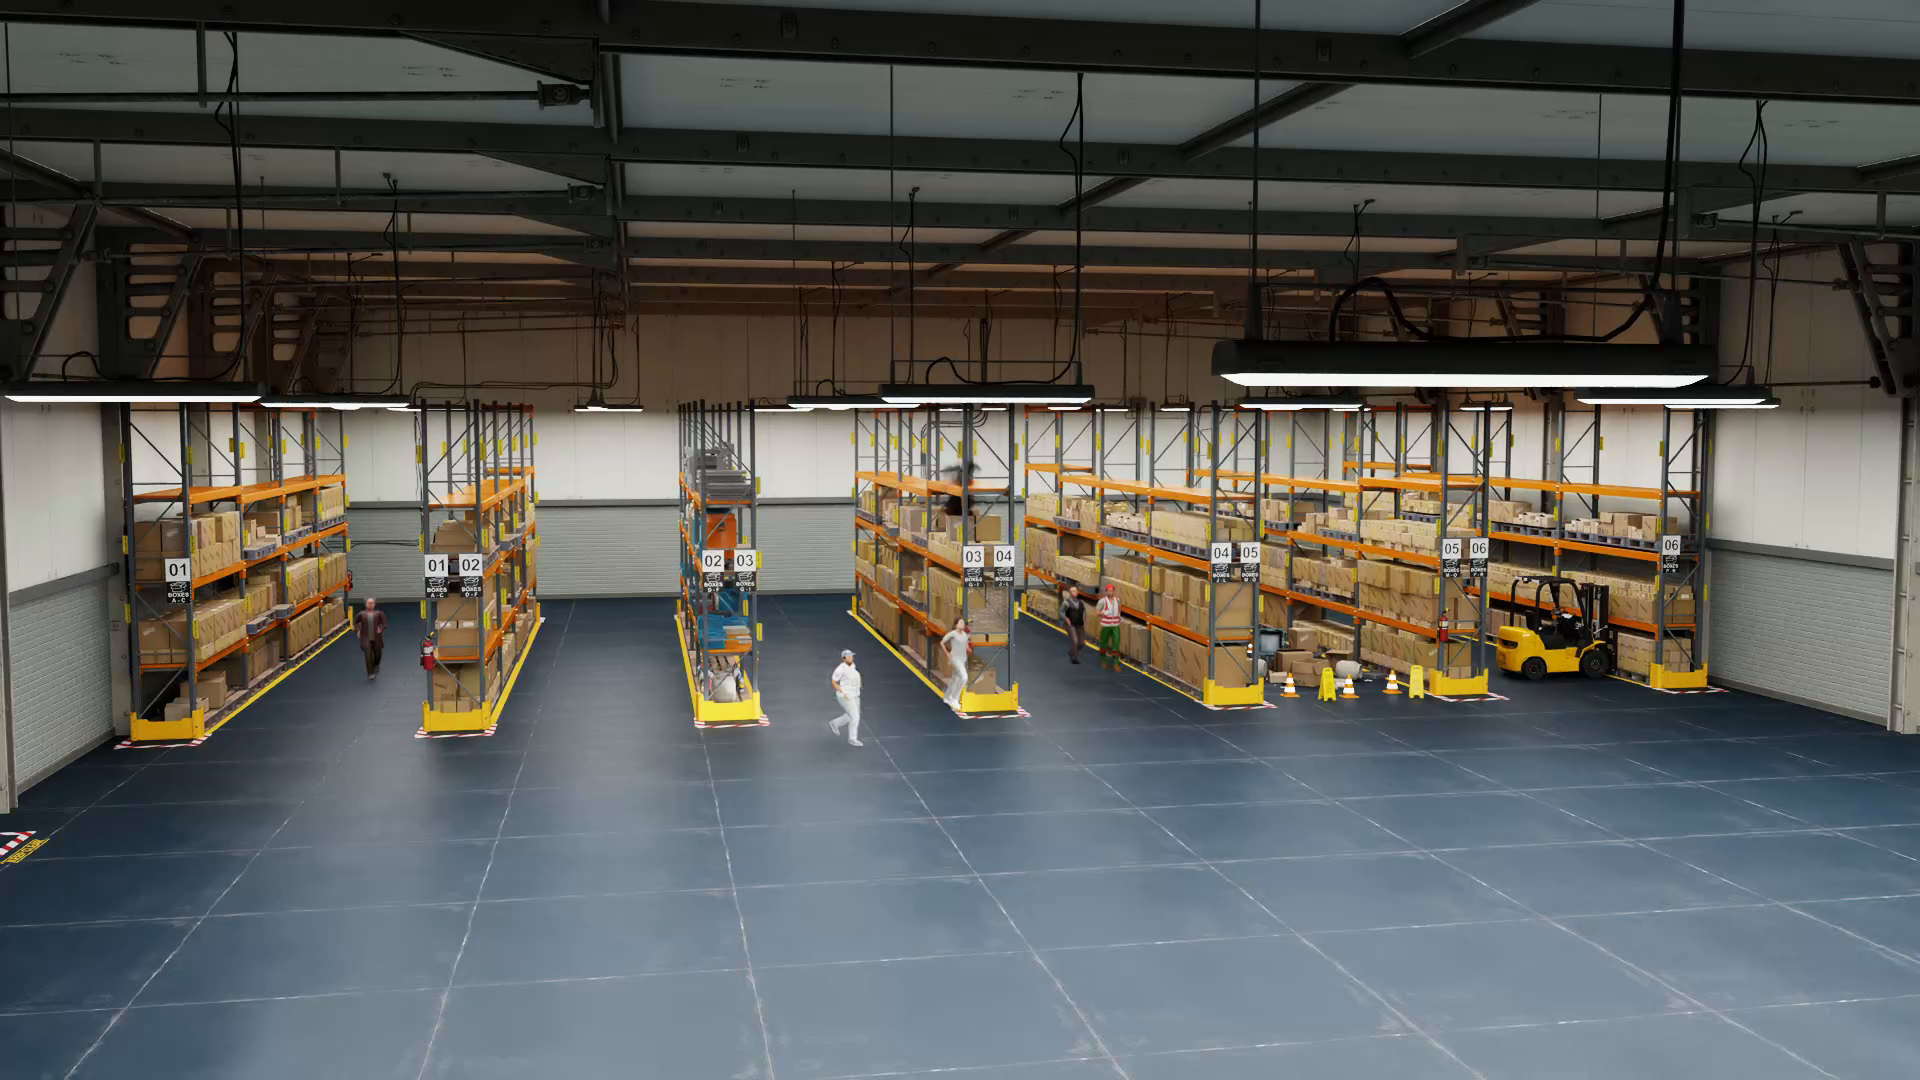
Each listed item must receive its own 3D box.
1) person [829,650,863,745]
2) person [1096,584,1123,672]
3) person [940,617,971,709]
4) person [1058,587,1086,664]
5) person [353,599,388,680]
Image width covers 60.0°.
[{"bbox_3d":[-1.989,2.731,28.981,0.693,1.659,0.602,2,5,28],"label":"person"},{"bbox_3d":[3.190,1.851,35.281,0.645,1.831,0.843,-1,4,-14],"label":"person"},{"bbox_3d":[-0.032,2.282,30.999,0.635,1.700,0.539,4,6,40],"label":"person"},{"bbox_3d":[2.479,1.876,36.296,0.661,1.689,0.595,-2,5,-23],"label":"person"},{"bbox_3d":[-12.773,2.138,36.012,0.698,1.735,0.826,-2,5,-21],"label":"person"}]
